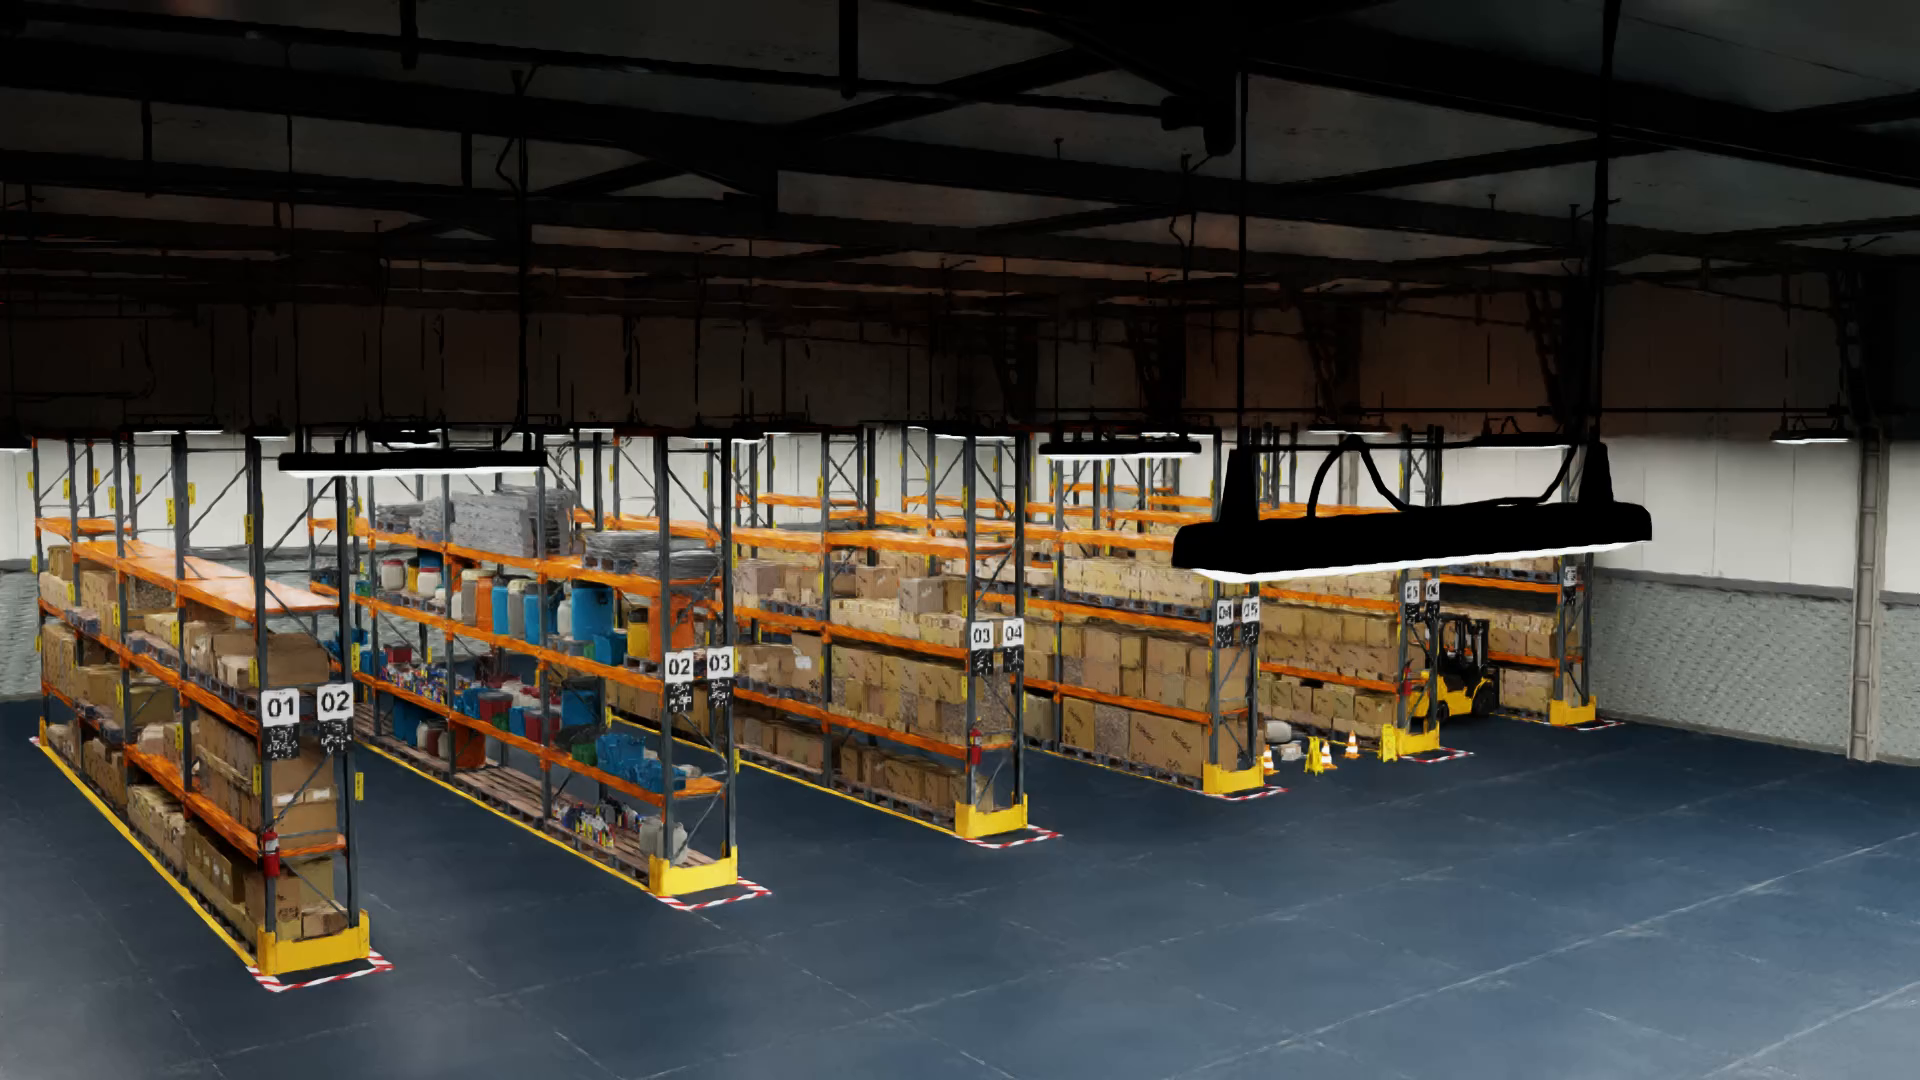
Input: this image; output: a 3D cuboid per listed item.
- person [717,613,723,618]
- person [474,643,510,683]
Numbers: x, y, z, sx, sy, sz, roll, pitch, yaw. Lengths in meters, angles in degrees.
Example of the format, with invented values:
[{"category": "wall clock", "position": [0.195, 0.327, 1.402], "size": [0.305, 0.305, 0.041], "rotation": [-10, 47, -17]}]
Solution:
[{"category": "person", "position": [-5.645, 2.474, 38.856], "size": [0.456, 1.587, 1.088], "rotation": [-3, 5, -34]}, {"category": "person", "position": [-9.435, 2.842, 33.509], "size": [0.729, 1.733, 0.546], "rotation": [-4, 6, -39]}]
